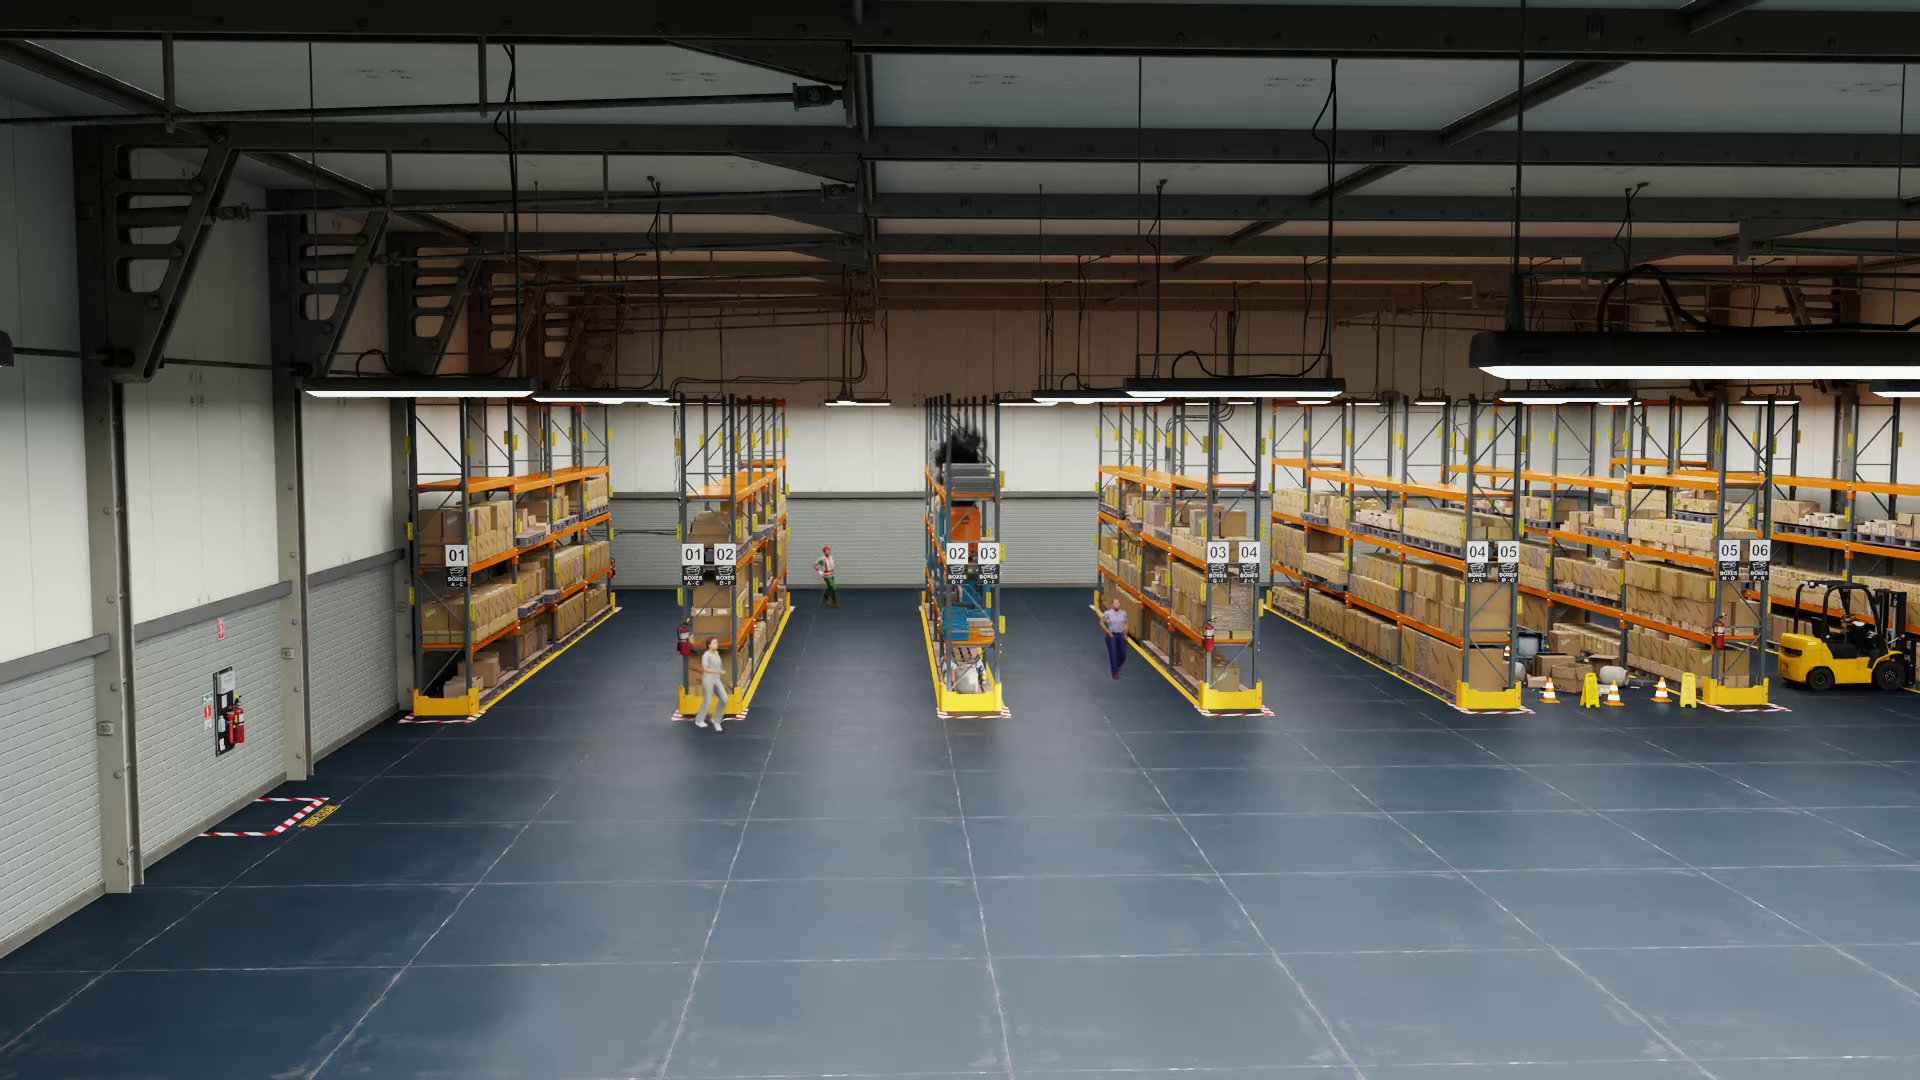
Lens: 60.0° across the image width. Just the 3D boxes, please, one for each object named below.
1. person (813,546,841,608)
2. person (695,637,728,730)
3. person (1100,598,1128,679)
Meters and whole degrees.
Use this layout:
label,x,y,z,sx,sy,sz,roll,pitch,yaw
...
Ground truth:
label,x,y,z,sx,sy,sz,roll,pitch,yaw
person,-3.819,1.072,47.803,0.745,1.800,0.659,3,5,34
person,-4.409,2.569,29.637,0.715,1.721,0.578,3,5,32
person,3.128,1.992,33.569,0.613,1.614,0.491,-1,5,-11
